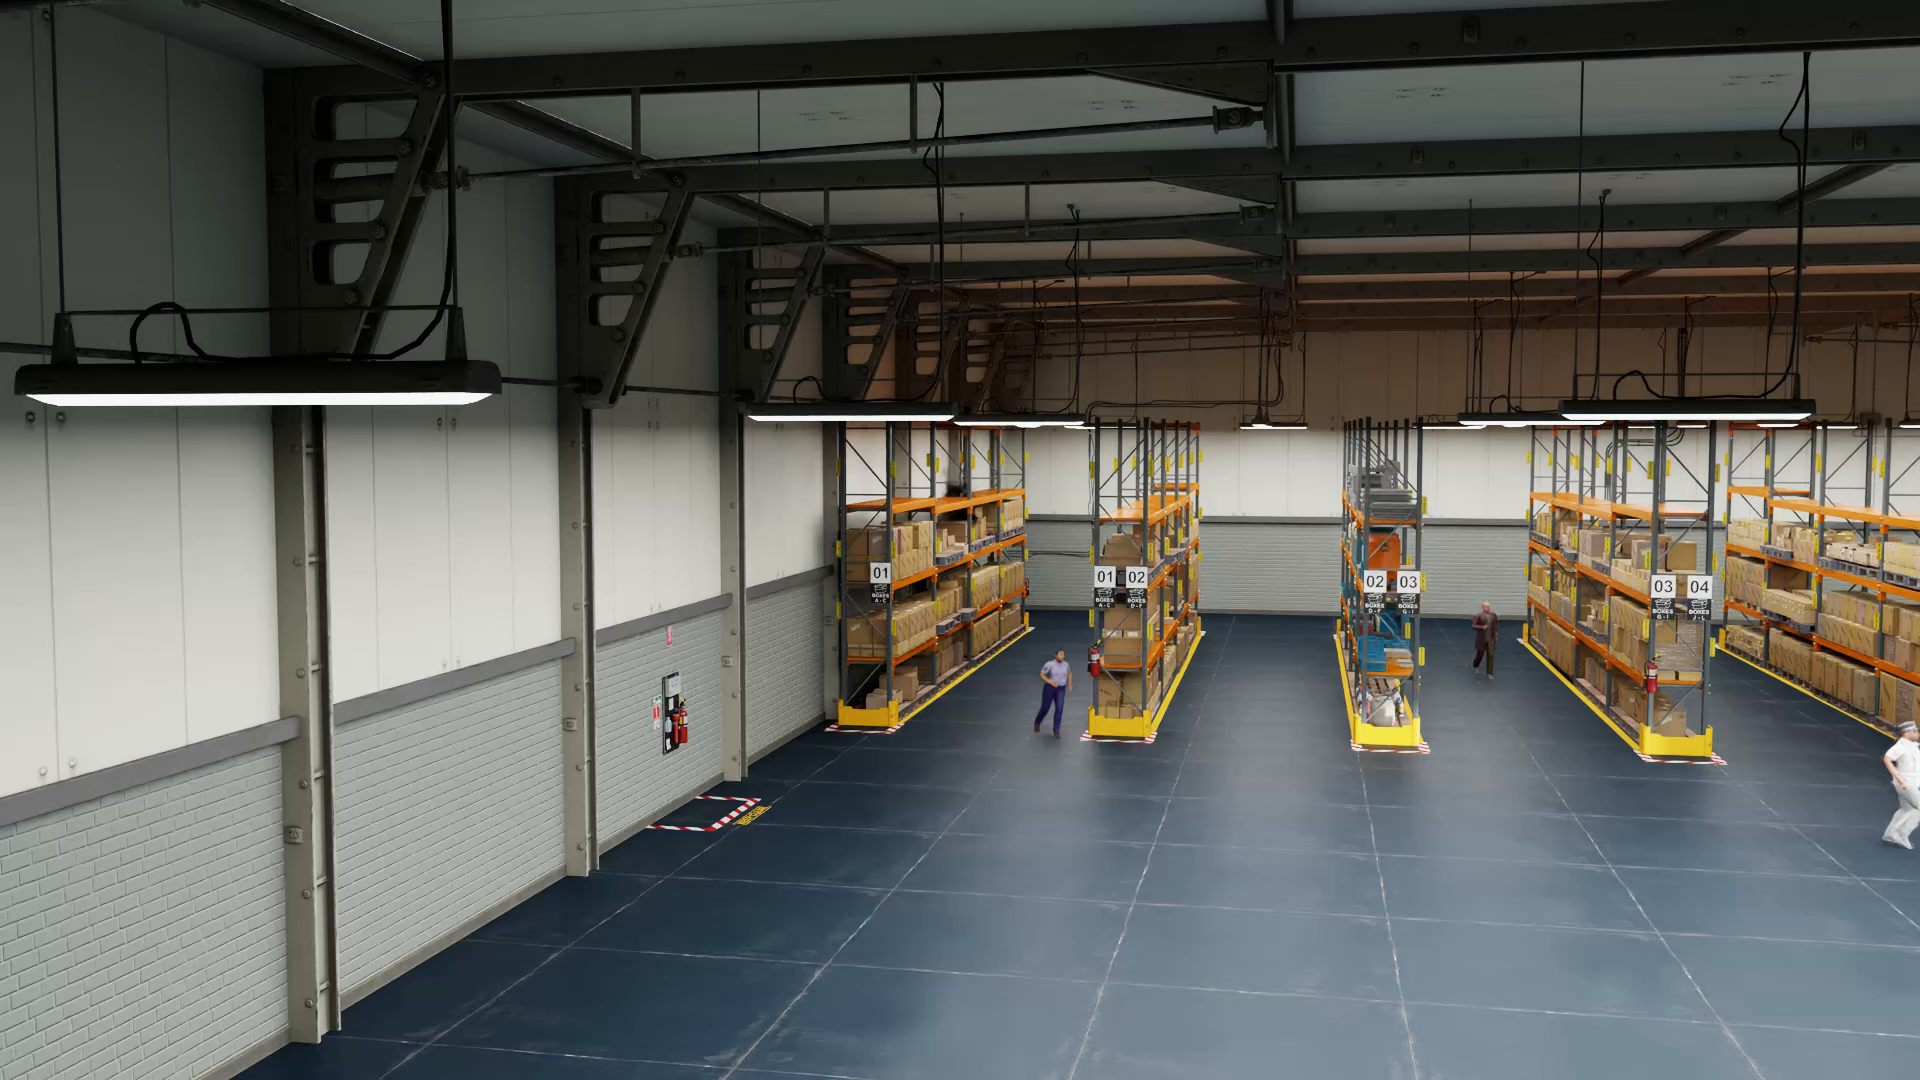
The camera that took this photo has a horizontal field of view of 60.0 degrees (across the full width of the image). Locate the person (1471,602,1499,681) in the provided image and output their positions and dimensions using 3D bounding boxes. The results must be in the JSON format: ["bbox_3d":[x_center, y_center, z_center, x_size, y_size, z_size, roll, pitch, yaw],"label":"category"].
[{"bbox_3d":[12.135,2.307,38.447,0.703,1.764,1.059,0,4,-1],"label":"person"}]

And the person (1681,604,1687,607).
[{"bbox_3d":[18.724,2.124,42.789,0.572,1.663,0.766,1,4,15],"label":"person"}]

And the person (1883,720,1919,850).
[{"bbox_3d":[13.086,3.360,22.846,0.672,1.767,0.647,3,5,37],"label":"person"}]

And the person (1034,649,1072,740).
[{"bbox_3d":[1.812,2.870,31.343,0.696,1.655,0.862,-1,4,-16],"label":"person"}]
